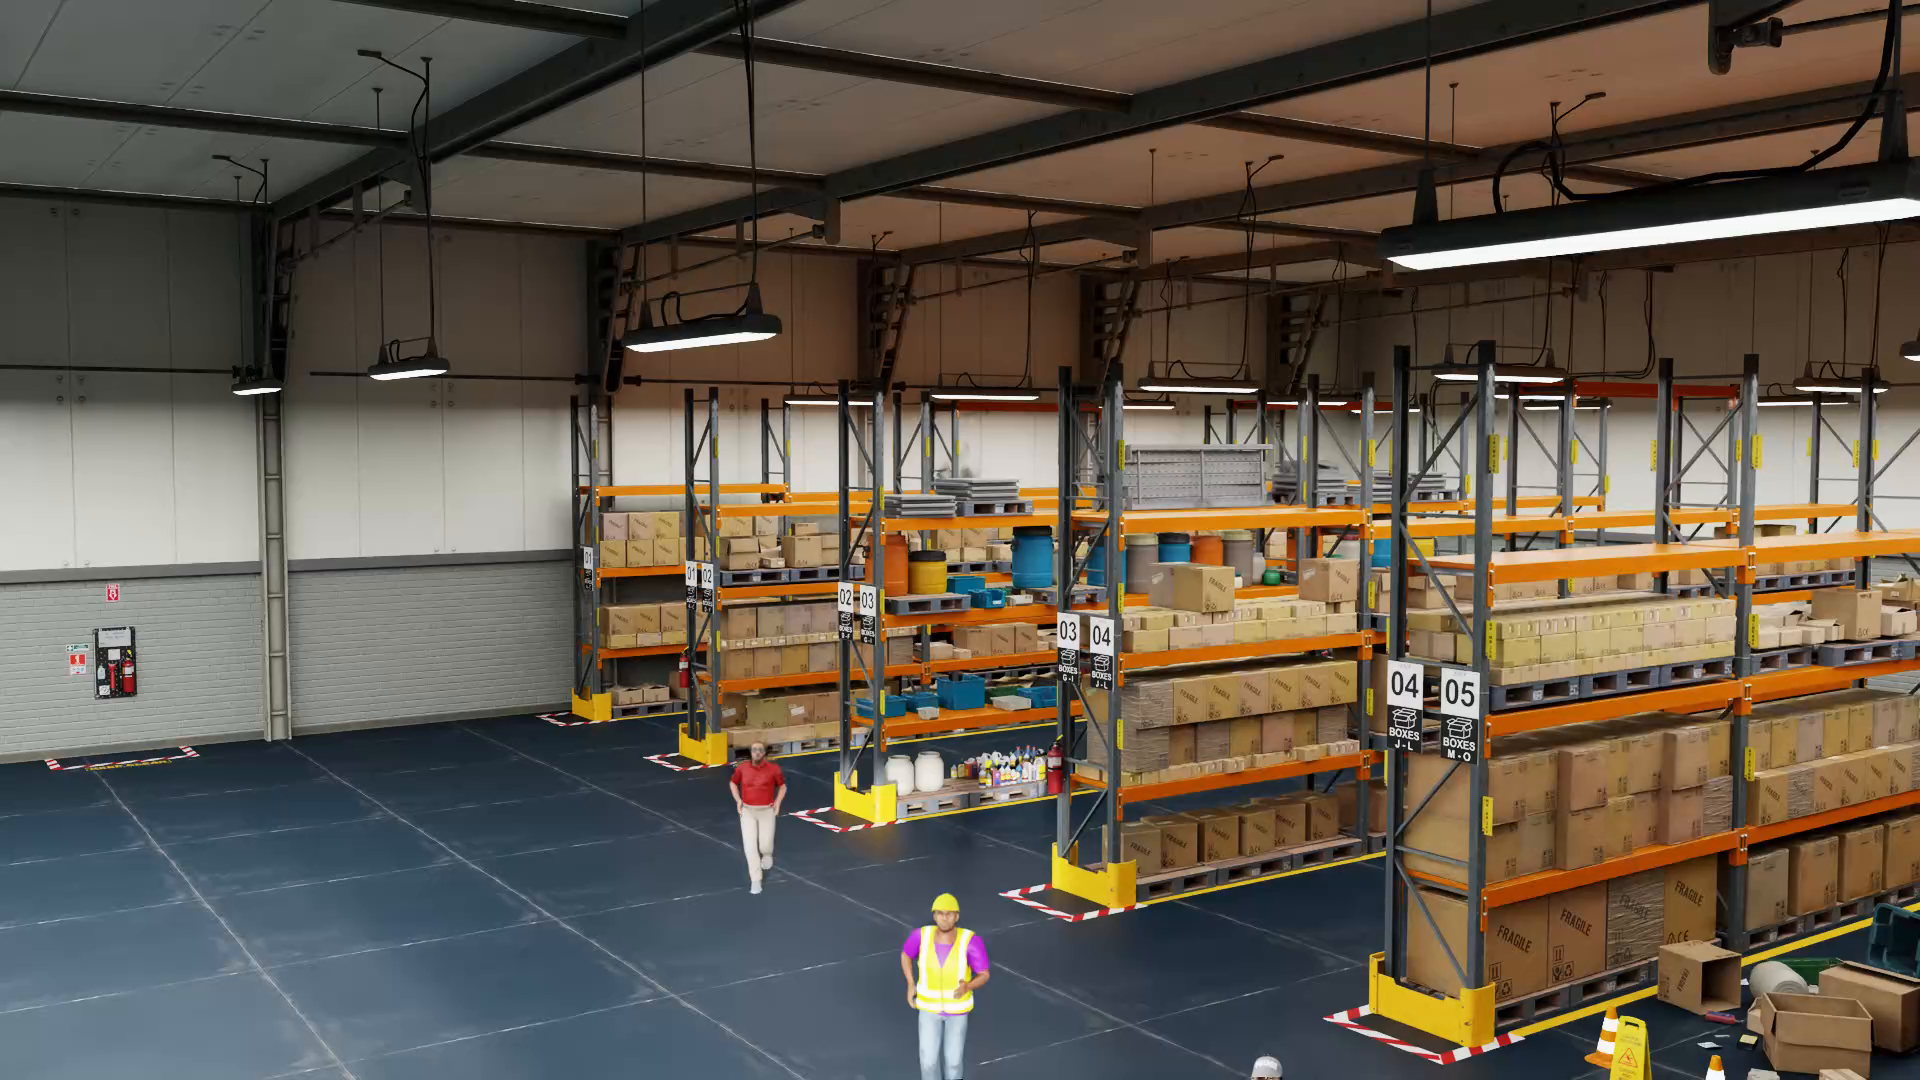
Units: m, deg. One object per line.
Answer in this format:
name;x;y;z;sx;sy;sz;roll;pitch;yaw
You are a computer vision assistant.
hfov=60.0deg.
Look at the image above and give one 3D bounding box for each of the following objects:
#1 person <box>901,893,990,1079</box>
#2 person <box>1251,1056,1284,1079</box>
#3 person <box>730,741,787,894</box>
person;-0.118;3.550;12.452;0.681;1.828;0.673;0;3;3
person;1.816;3.769;9.561;0.623;1.620;0.726;1;4;17
person;-2.344;3.172;19.279;0.663;1.707;0.752;0;3;-3
